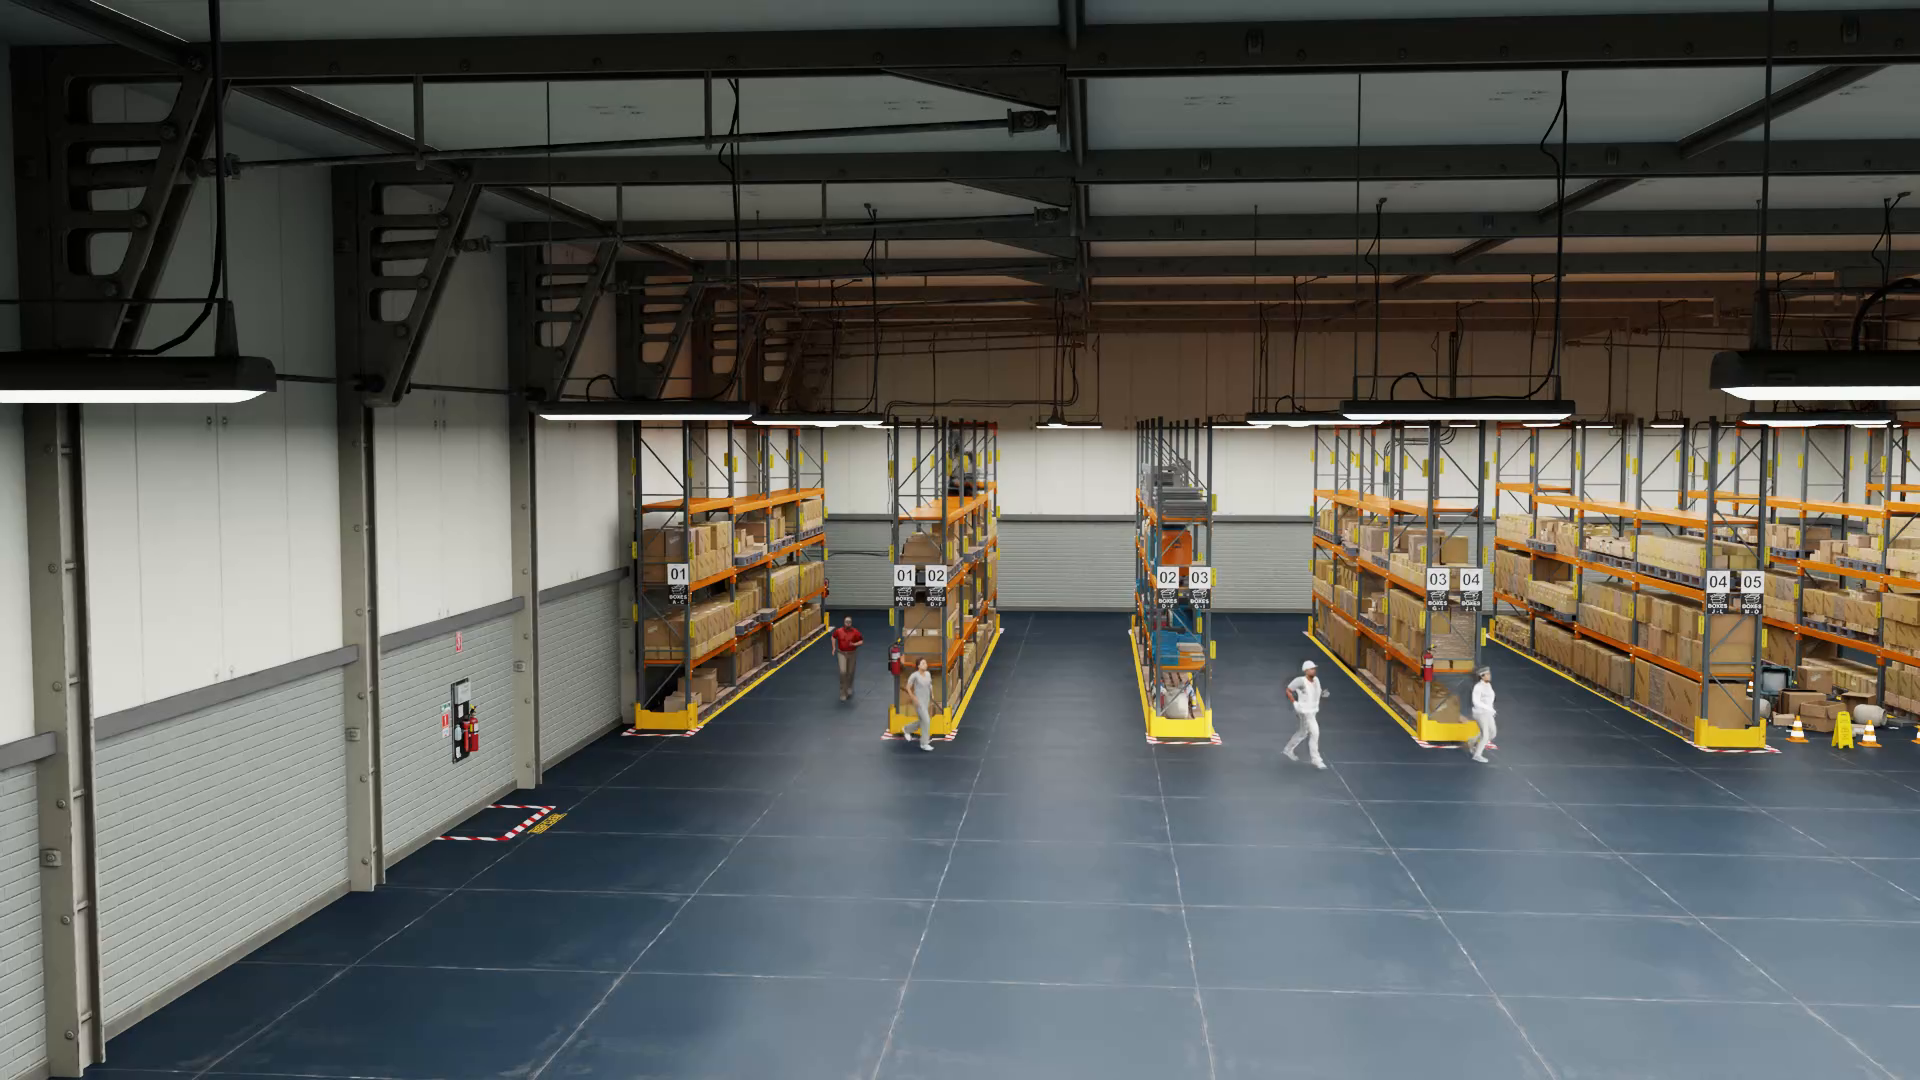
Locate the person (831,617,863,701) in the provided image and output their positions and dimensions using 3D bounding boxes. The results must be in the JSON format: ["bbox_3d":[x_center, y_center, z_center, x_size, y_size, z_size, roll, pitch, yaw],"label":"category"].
[{"bbox_3d":[-2.408,2.530,35.653,0.652,1.783,0.791,-1,4,-10],"label":"person"}]

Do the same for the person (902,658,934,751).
[{"bbox_3d":[-0.749,2.931,30.039,0.792,1.657,0.567,4,5,43],"label":"person"}]

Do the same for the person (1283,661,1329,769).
[{"bbox_3d":[5.949,2.969,28.492,0.877,1.827,0.655,3,5,39],"label":"person"}]

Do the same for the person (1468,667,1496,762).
[{"bbox_3d":[9.106,3.016,28.937,0.587,1.659,0.664,3,5,43],"label":"person"}]
